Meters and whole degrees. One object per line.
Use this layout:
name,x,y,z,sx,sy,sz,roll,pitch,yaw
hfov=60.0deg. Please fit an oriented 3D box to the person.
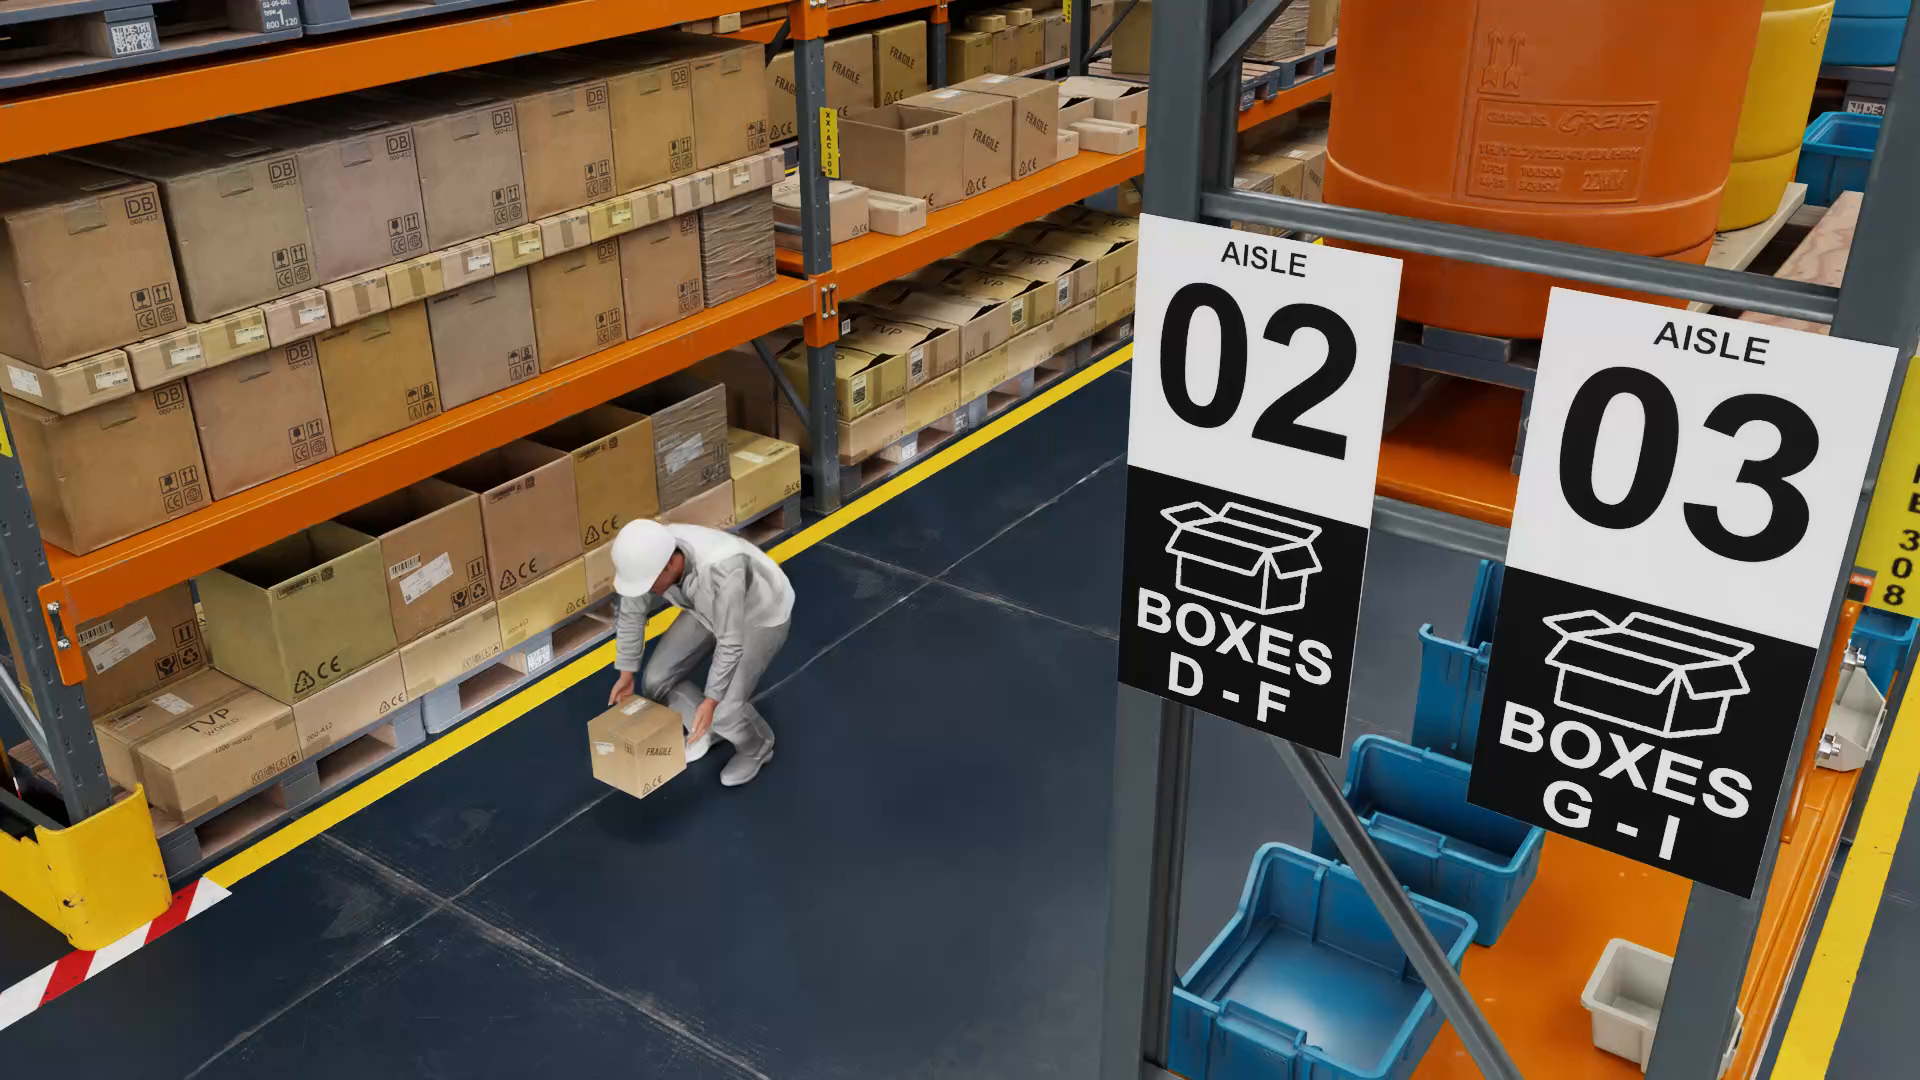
person,-1.002,0.372,6.436,0.474,1.249,0.837,17,31,30
